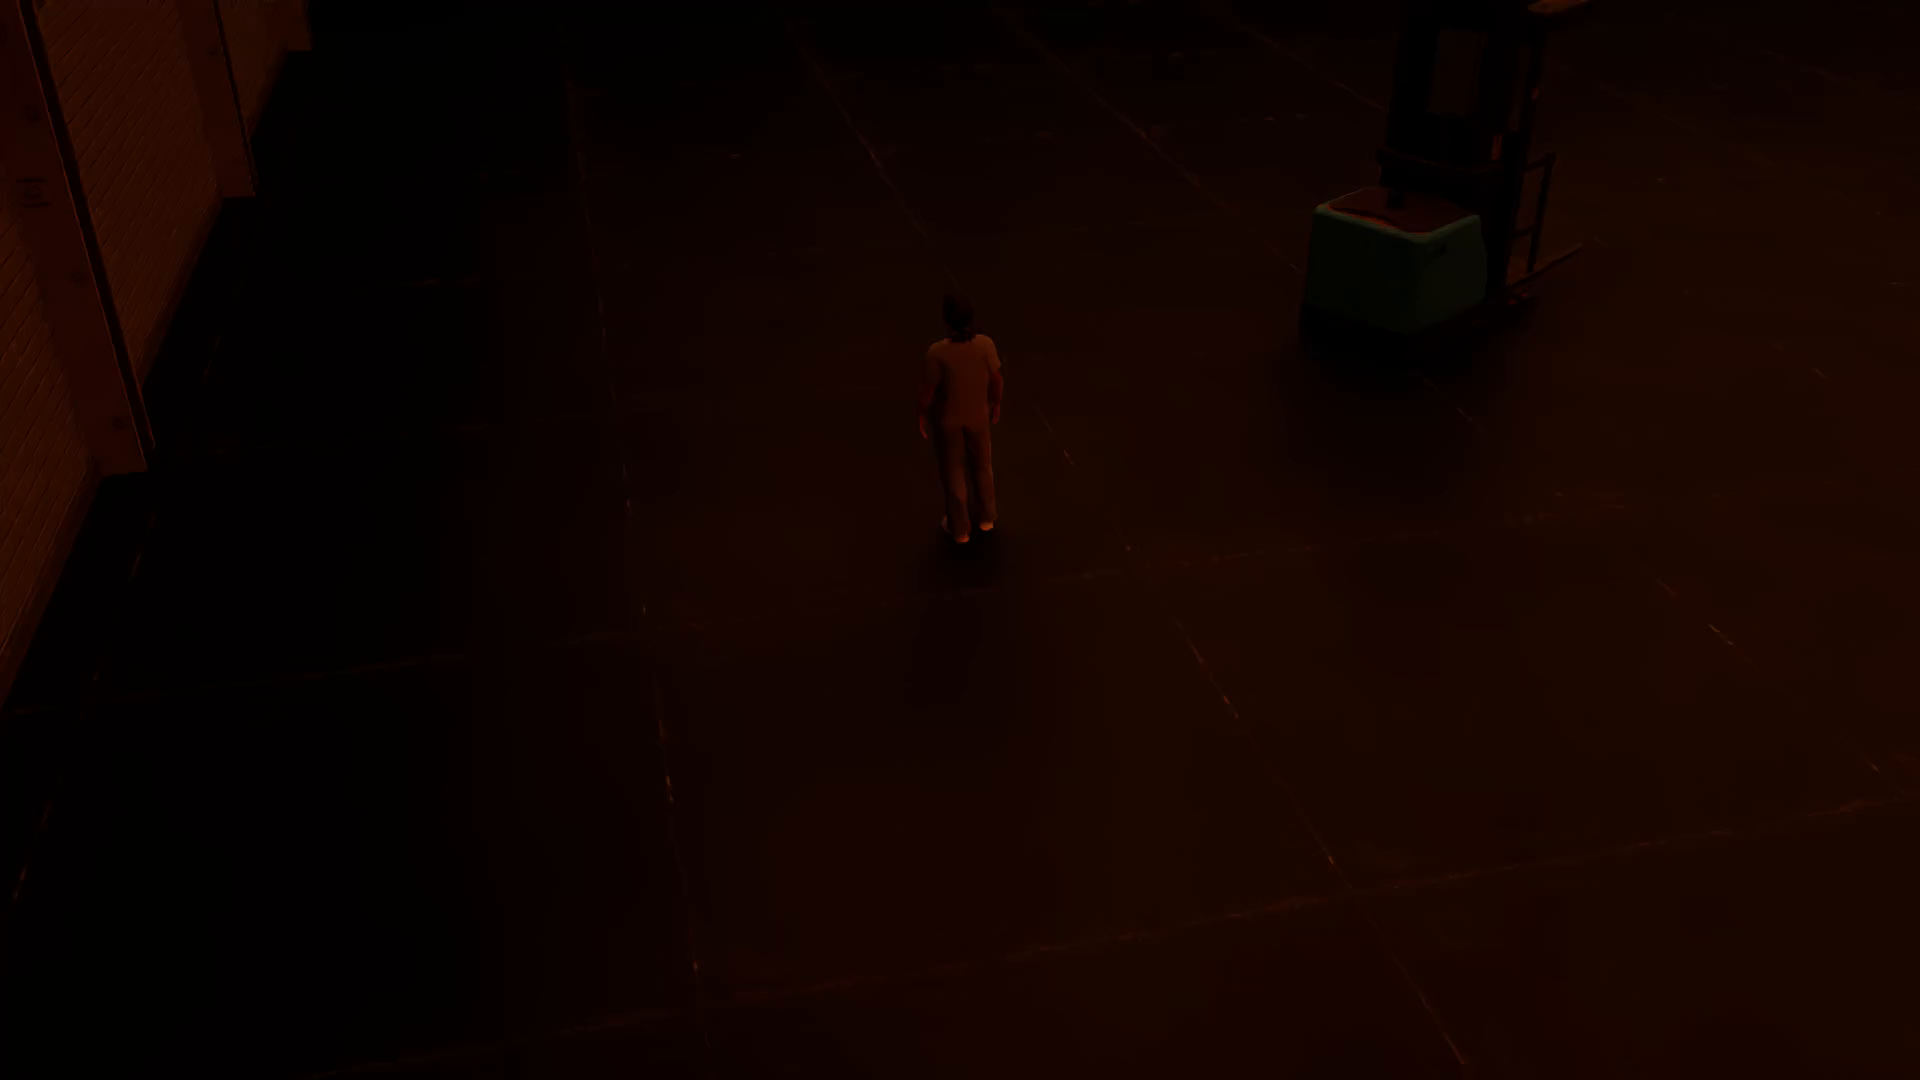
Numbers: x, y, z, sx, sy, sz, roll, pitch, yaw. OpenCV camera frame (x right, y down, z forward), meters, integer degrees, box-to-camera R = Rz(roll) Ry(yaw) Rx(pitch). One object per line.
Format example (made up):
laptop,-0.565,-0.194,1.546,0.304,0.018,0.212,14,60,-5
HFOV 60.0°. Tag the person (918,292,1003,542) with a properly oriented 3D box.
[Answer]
person,-0.004,-0.769,10.142,0.550,1.674,0.548,-7,31,-12

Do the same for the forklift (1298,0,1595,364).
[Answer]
forklift,4.120,-3.243,13.176,3.031,2.935,1.130,-26,39,-37
